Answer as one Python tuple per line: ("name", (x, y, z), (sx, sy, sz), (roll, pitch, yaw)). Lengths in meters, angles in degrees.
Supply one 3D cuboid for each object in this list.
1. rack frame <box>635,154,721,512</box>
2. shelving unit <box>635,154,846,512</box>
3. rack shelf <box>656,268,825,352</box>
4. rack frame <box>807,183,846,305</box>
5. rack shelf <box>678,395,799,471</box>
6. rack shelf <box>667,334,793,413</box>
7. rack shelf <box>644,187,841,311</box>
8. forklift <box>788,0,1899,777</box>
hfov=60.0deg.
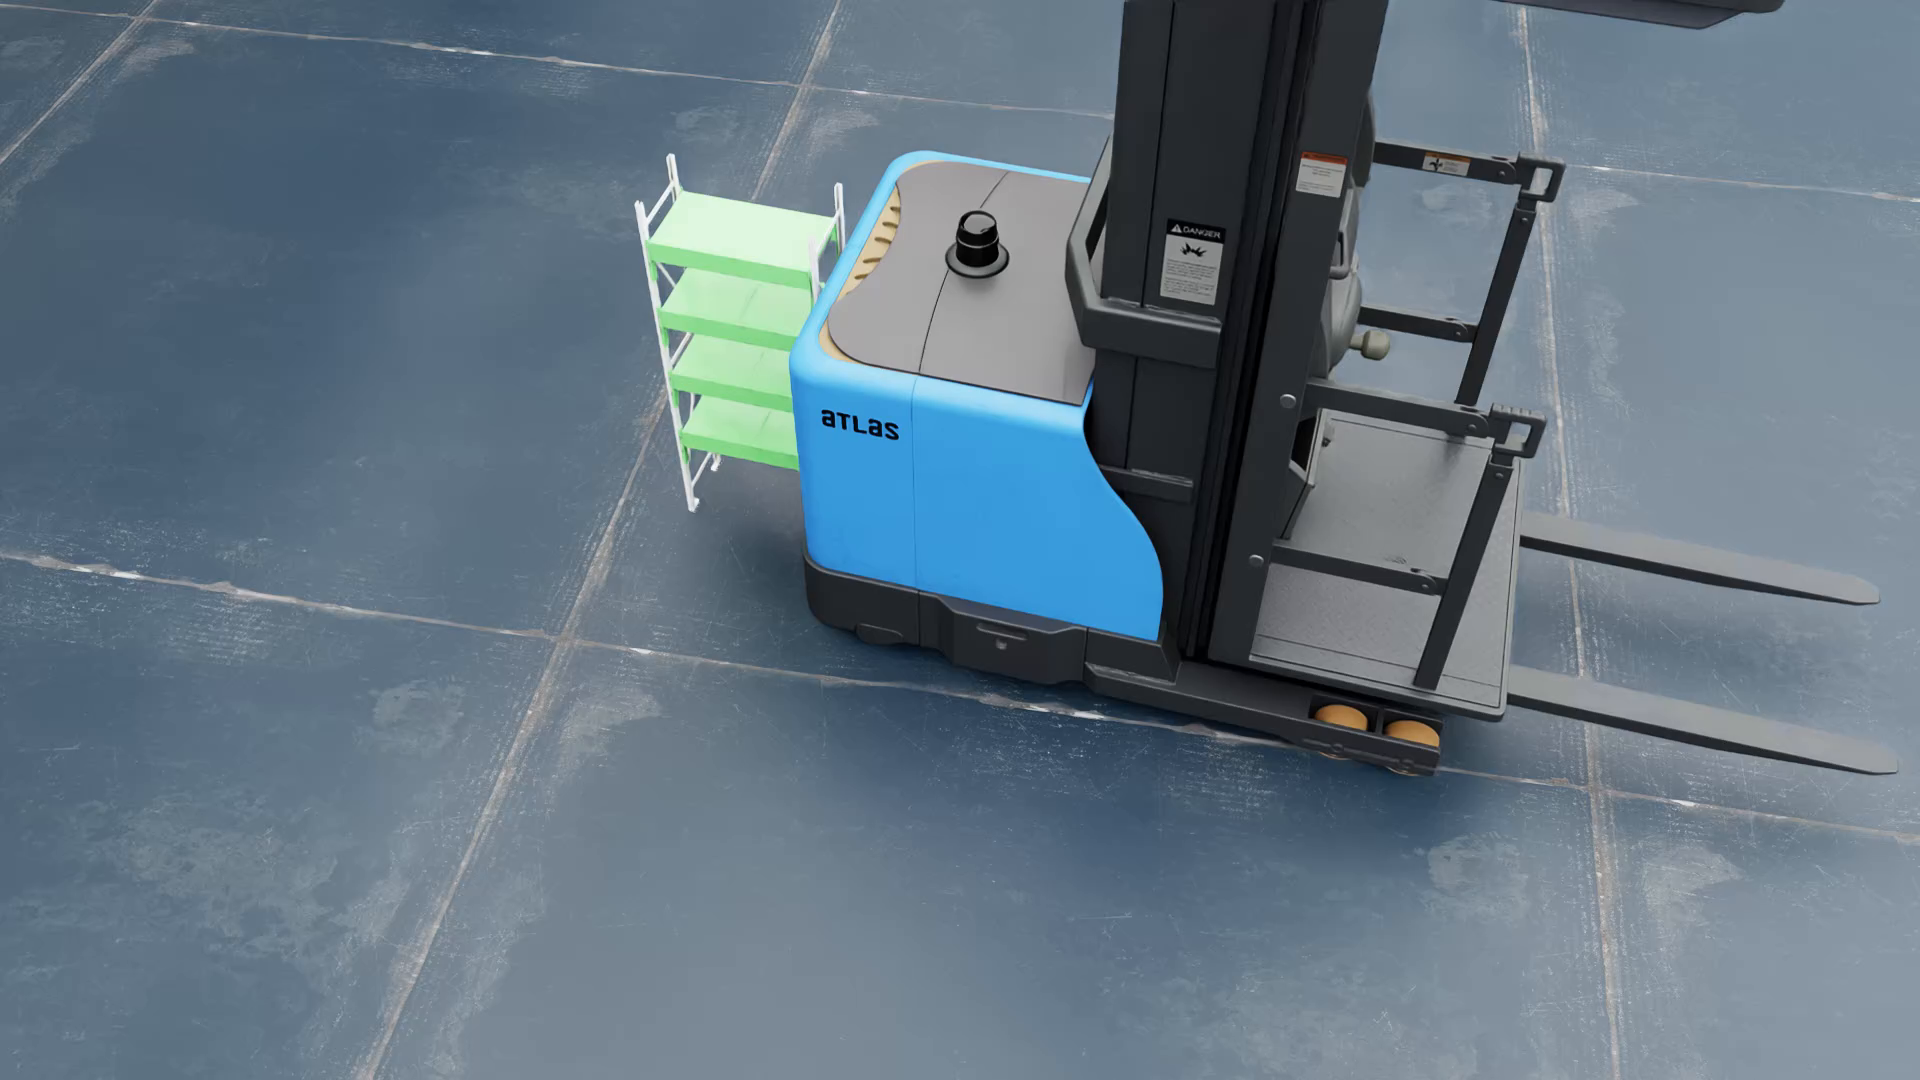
("rack frame", (-0.829, -0.579, 4.963), (0.015, 1.200, 0.240), (12, 49, 11))
("shelving unit", (-0.594, -0.528, 4.918), (0.503, 1.200, 0.258), (12, 49, 11))
("rack shelf", (-0.594, -0.646, 4.787), (0.480, 0.148, 0.258), (12, 49, 11))
("rack frame", (-0.360, -0.478, 4.873), (0.015, 1.200, 0.240), (12, 49, 11))
("rack shelf", (-0.594, -0.325, 5.144), (0.480, 0.148, 0.258), (12, 49, 11))
("rack shelf", (-0.594, -0.486, 4.966), (0.480, 0.148, 0.258), (12, 49, 11))
("rack shelf", (-0.594, -0.807, 4.609), (0.480, 0.148, 0.258), (12, 49, 11))
("forklift", (1.119, -0.764, 3.966), (3.031, 2.935, 1.130), (12, 49, 11))
